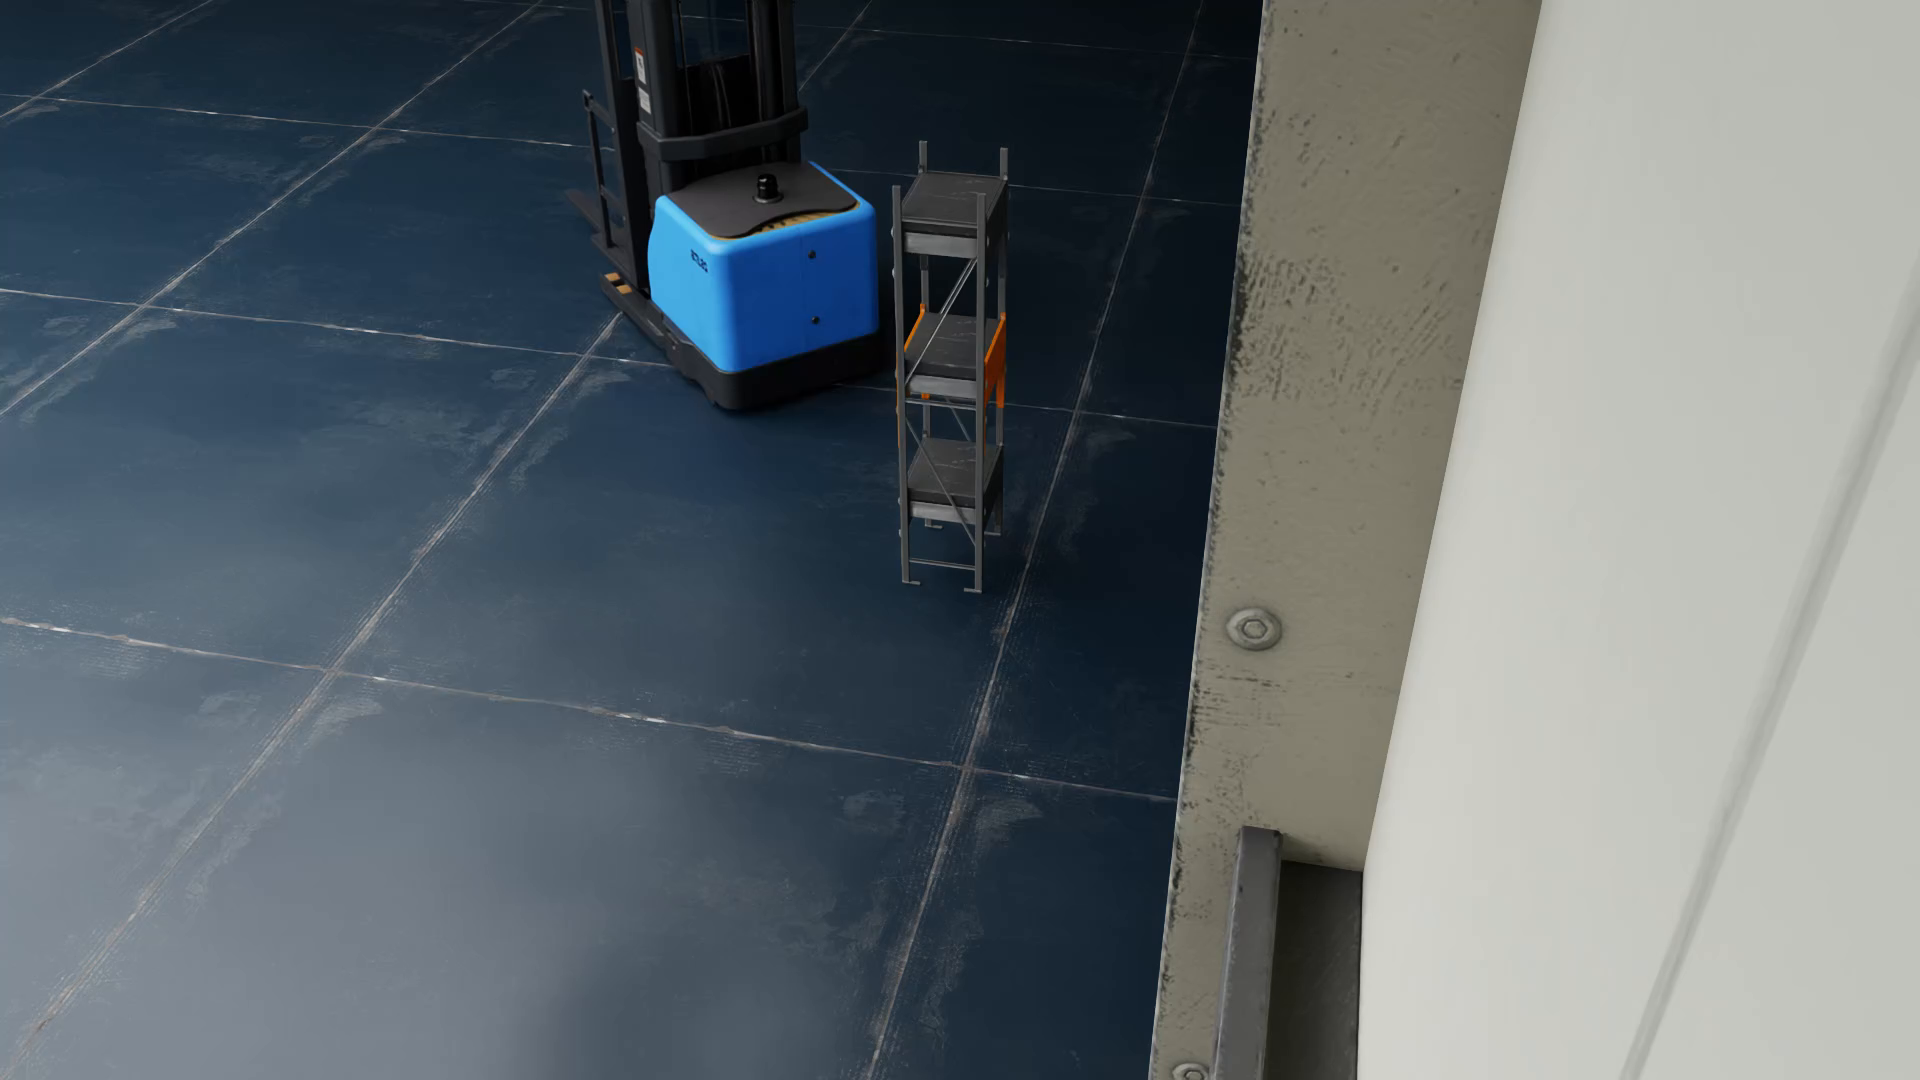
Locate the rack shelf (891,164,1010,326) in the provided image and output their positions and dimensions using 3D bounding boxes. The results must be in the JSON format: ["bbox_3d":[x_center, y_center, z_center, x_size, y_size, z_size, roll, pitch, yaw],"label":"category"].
[{"bbox_3d":[-0.035,-1.311,7.370,0.431,0.518,0.480,7,37,10],"label":"rack shelf"}]

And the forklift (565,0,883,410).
[{"bbox_3d":[-1.649,-2.760,9.831,1.130,2.935,3.031,-20,40,-25],"label":"forklift"}]

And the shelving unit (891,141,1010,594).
[{"bbox_3d":[-0.035,-0.755,7.773,0.431,2.100,0.503,7,37,10],"label":"shelving unit"}]

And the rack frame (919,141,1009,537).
[{"bbox_3d":[0.017,-0.895,7.966,0.400,2.100,0.015,7,37,10],"label":"rack frame"}]

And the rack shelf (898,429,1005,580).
[{"bbox_3d":[-0.035,-0.177,8.192,0.431,0.518,0.480,7,37,10],"label":"rack shelf"}]

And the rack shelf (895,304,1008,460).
[{"bbox_3d":[-0.035,-0.744,7.781,0.431,0.518,0.480,7,37,10],"label":"rack shelf"}]

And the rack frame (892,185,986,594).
[{"bbox_3d":[-0.088,-0.615,7.580,0.400,2.100,0.015,7,37,10],"label":"rack frame"}]
